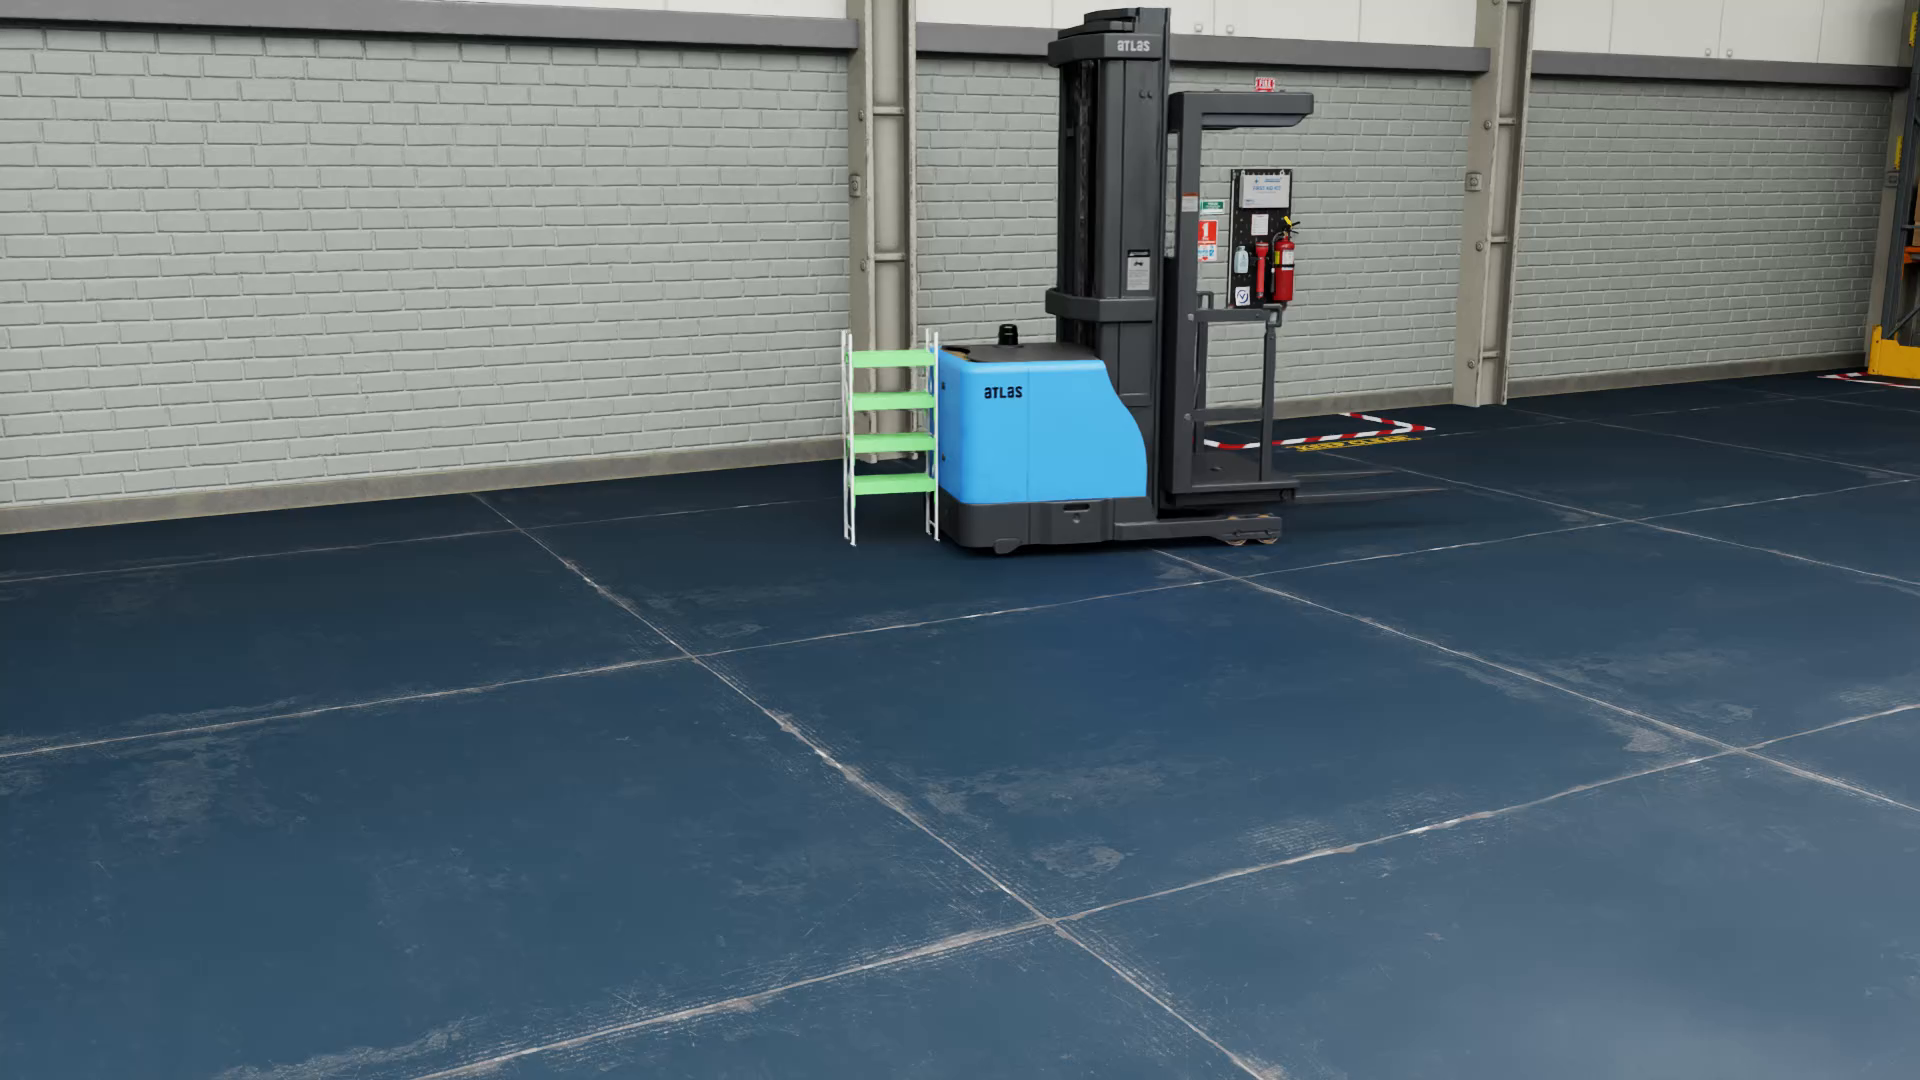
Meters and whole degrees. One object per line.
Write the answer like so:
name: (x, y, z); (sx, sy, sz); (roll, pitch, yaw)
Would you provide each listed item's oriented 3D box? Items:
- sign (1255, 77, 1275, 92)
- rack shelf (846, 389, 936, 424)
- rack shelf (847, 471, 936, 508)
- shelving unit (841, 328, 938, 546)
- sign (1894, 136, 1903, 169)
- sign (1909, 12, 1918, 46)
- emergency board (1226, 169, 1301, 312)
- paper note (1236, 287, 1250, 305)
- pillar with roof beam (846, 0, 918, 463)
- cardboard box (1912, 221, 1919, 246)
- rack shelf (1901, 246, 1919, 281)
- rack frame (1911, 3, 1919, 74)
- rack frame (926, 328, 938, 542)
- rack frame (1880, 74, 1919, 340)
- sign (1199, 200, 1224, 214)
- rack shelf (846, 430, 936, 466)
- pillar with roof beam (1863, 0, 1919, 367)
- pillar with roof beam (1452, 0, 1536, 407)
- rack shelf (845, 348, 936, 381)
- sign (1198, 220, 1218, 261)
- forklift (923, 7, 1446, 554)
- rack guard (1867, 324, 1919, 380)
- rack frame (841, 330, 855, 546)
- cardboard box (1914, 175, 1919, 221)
sign: (2.472, -3.600, 13.492); (0.199, 0.298, 0.001); (-7, 14, -28)
rack shelf: (-0.398, -0.761, 9.454); (0.480, 0.148, 0.258); (-3, 13, -14)
rack shelf: (-0.398, -0.292, 9.559); (0.480, 0.148, 0.258); (-3, 13, -14)
shelving unit: (-0.398, -0.589, 9.492); (0.503, 1.200, 0.258); (-3, 13, -14)
sign: (9.532, -3.922, 16.847); (0.005, 0.325, 0.100); (-7, 14, -28)
sign: (9.532, -5.098, 16.583); (0.005, 0.325, 0.100); (-7, 14, -28)
emergency board: (2.527, -2.450, 13.665); (0.643, 1.169, 0.194); (-7, 14, -28)
paper note: (2.338, -2.015, 13.738); (0.142, 0.148, 0.016); (-7, 14, -28)
pillar with roof beam: (1.510, -4.169, 7.638); (0.400, 9.000, 9.100); (-7, 14, -28)
cardboard box: (10.098, -3.117, 16.923); (0.500, 0.250, 0.500); (-7, 14, -27)
rack shelf: (11.536, -2.953, 17.538); (4.000, 0.370, 1.077); (-7, 14, -28)
rack frame: (9.780, -6.021, 15.866); (0.127, 3.000, 1.000); (-7, 14, -28)
rack frame: (-0.162, -0.602, 9.550); (0.015, 1.200, 0.240); (-3, 13, -14)
rack frame: (9.780, -3.094, 16.525); (0.127, 3.000, 1.000); (-7, 14, -28)
sign: (2.000, -2.687, 13.428); (0.331, 0.109, 0.001); (-7, 14, -28)
rack shelf: (-0.398, -0.526, 9.506); (0.480, 0.148, 0.258); (-3, 13, -14)
pillar with roof beam: (12.043, -5.431, 13.247); (0.400, 9.000, 9.100); (-7, 14, -28)
pillar with roof beam: (6.777, -4.800, 10.443); (0.400, 9.000, 9.100); (-7, 14, -28)
rack shelf: (-0.398, -0.995, 9.401); (0.480, 0.148, 0.258); (-3, 13, -14)
sign: (1.992, -2.429, 13.491); (0.234, 0.329, 0.001); (-7, 14, -28)
forklift: (1.355, -1.505, 9.619); (3.031, 2.935, 1.130); (-3, 13, -14)
rack guard: (9.847, -1.882, 16.835); (0.348, 0.500, 1.175); (-7, 14, -28)
rack frame: (-0.635, -0.576, 9.434); (0.015, 1.200, 0.240); (-3, 13, -14)
cardboard box: (10.092, -3.487, 16.859); (0.500, 0.500, 0.500); (-7, 14, -28)
